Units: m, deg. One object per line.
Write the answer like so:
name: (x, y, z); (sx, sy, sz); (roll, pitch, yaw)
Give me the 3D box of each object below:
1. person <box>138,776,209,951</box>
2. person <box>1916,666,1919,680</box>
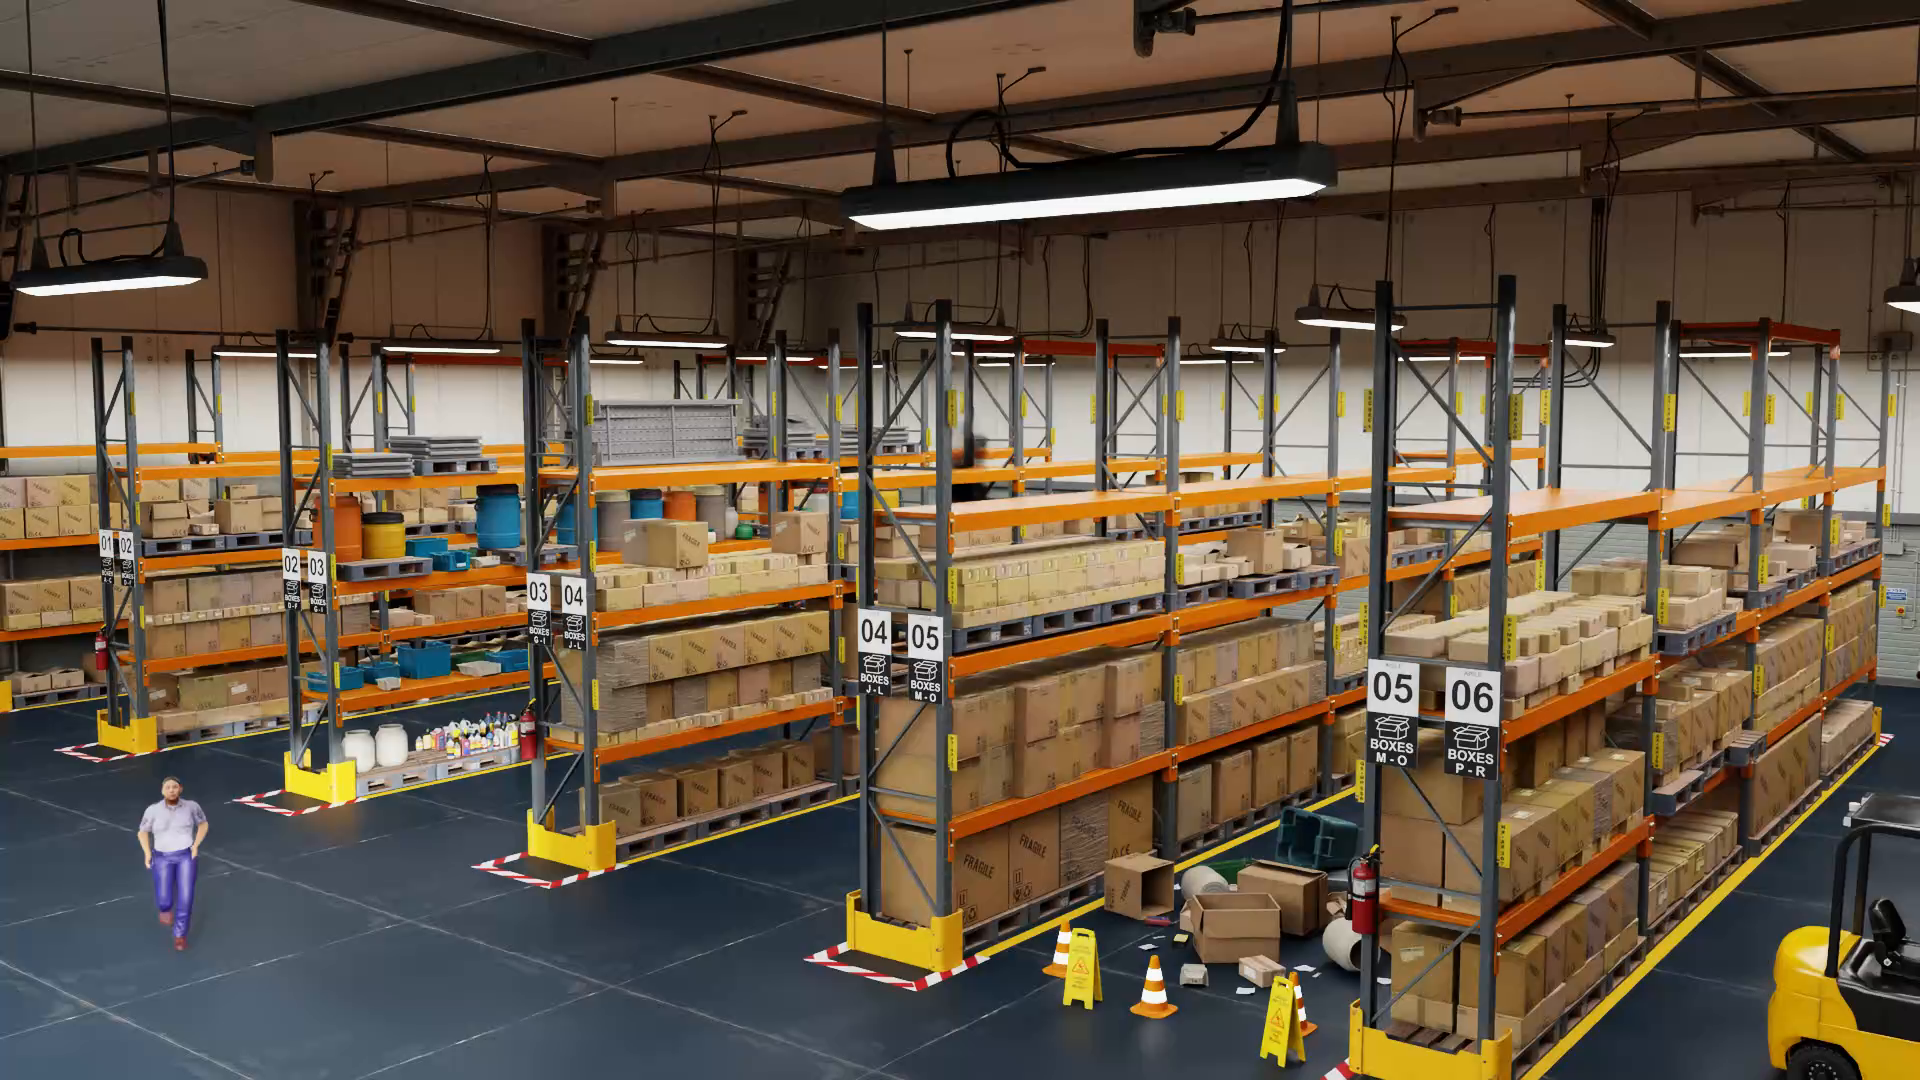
person: (-7.399, 3.016, 15.678); (0.607, 1.611, 0.573); (-3, 6, -27)
person: (14.096, 2.231, 23.803); (0.737, 1.758, 0.799); (3, 6, 32)
